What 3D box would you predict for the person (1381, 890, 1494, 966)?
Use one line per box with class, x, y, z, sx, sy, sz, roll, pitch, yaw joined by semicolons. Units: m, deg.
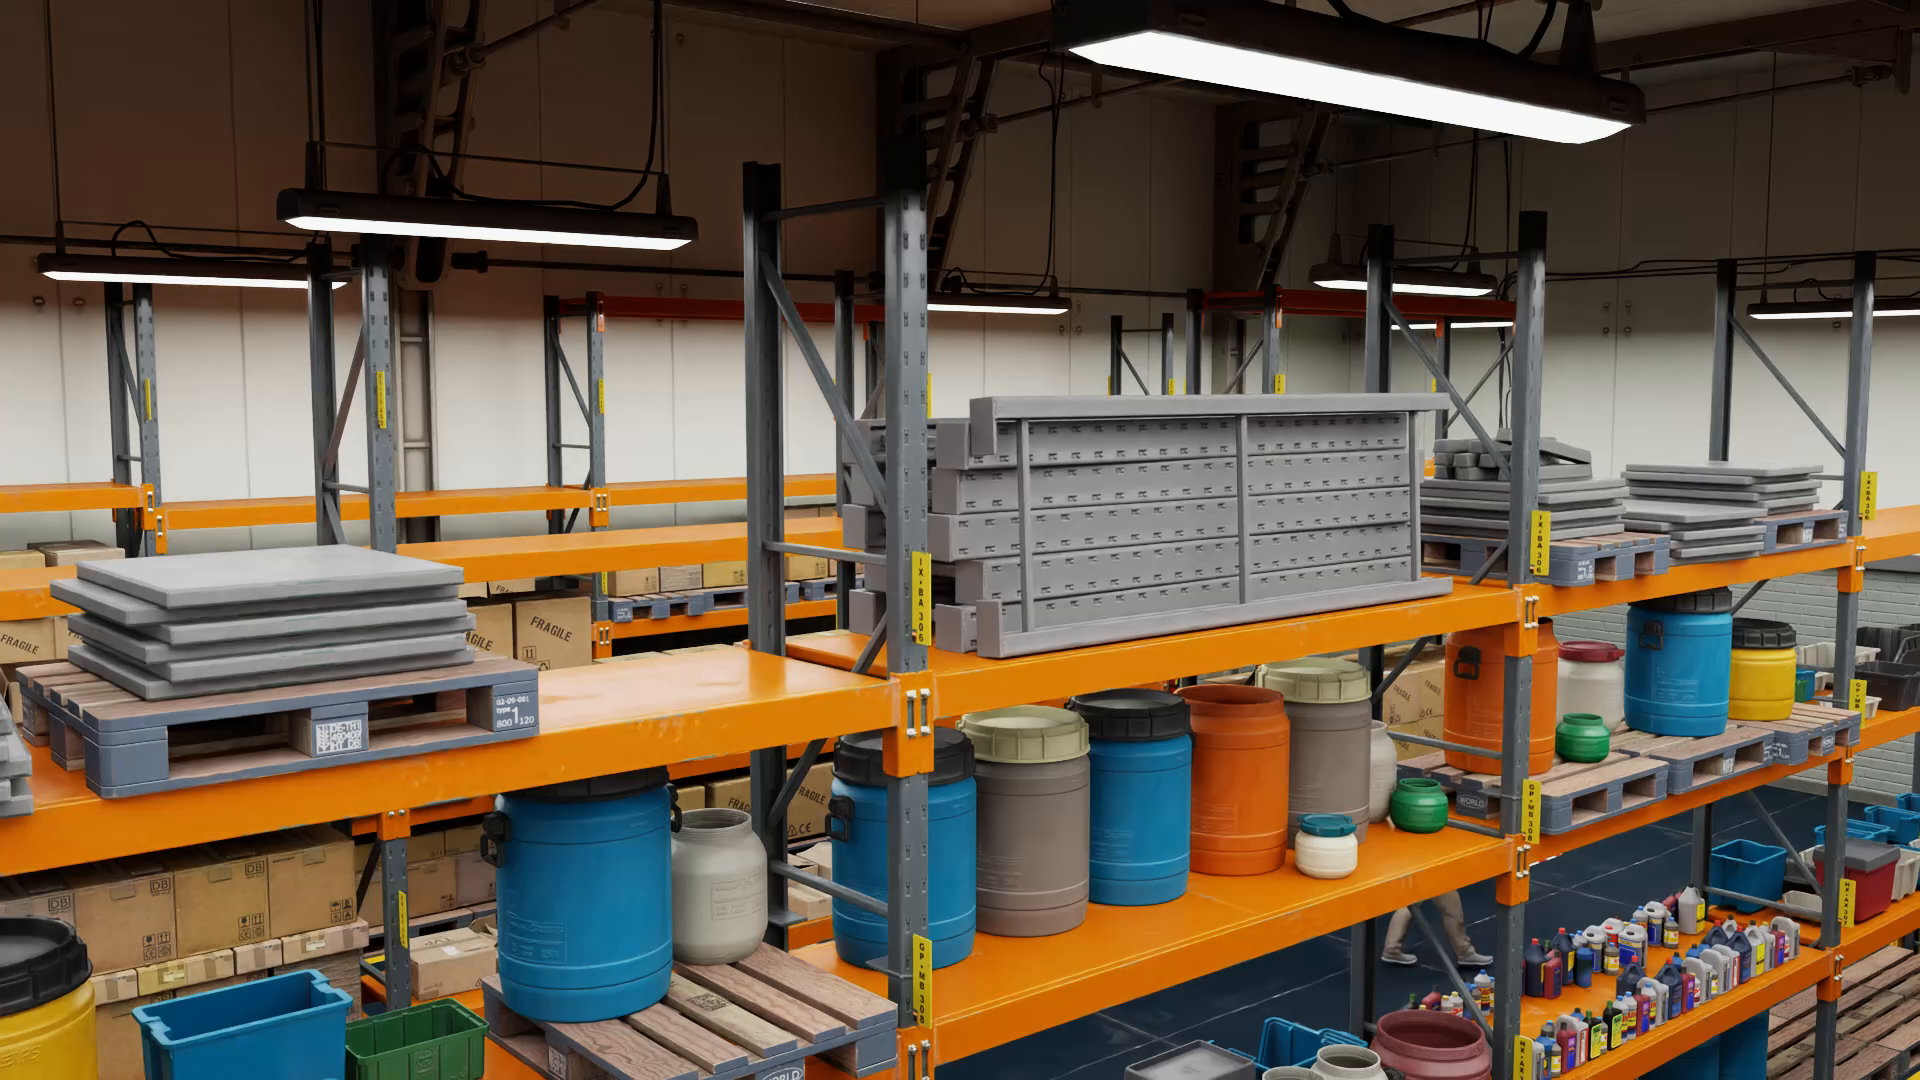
person;4.187;2.896;14.644;0.934;1.683;0.563;-2;6;-19
